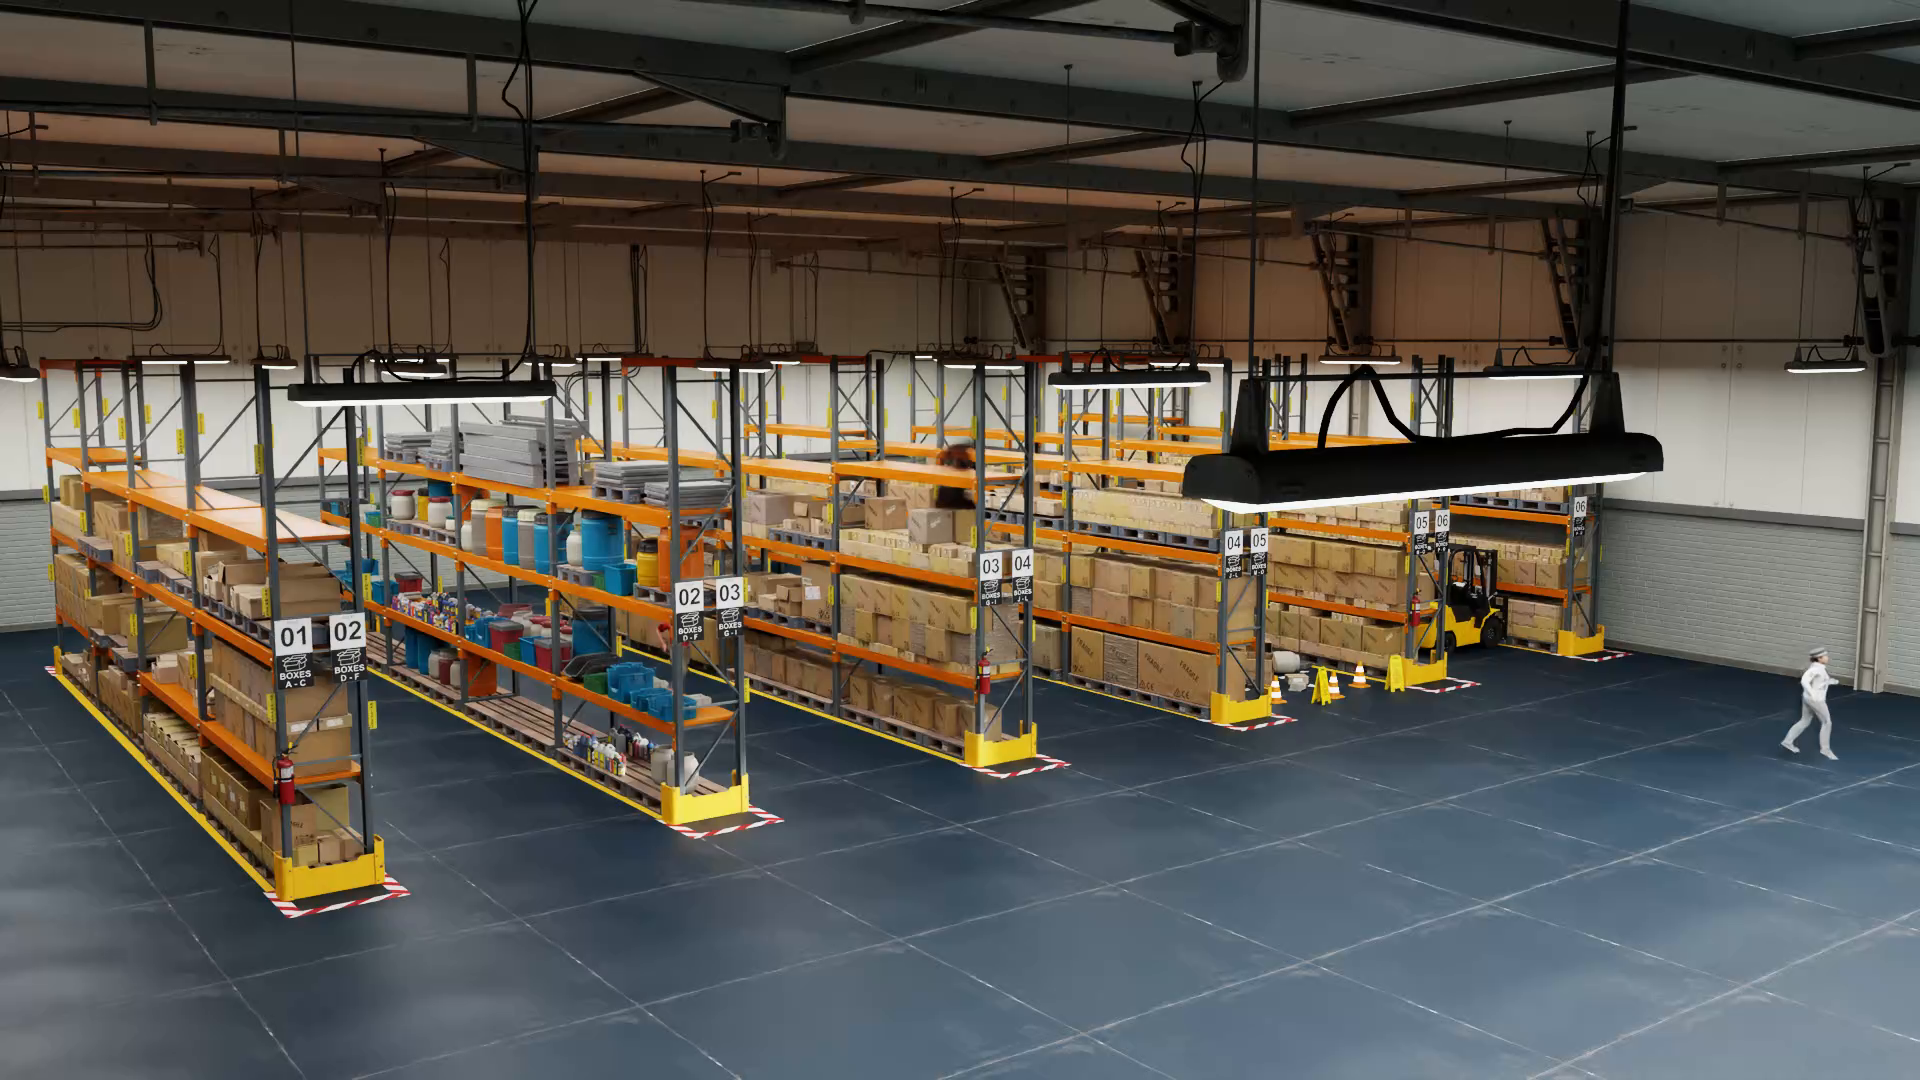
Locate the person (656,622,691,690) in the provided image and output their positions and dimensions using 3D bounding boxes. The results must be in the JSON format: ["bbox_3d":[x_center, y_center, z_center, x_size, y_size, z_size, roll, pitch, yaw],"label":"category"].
[{"bbox_3d":[-4.898,2.002,29.084,0.768,1.798,0.631,6,9,42],"label":"person"}]

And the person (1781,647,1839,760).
[{"bbox_3d":[13.041,2.469,25.276,0.628,1.748,0.586,2,7,13],"label":"person"}]

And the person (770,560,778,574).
[{"bbox_3d":[-4.743,0.444,42.341,0.499,1.472,0.542,-5,8,-36],"label":"person"}]

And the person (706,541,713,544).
[{"bbox_3d":[-6.037,0.816,39.311,0.643,1.596,0.564,-3,8,-25],"label":"person"}]
